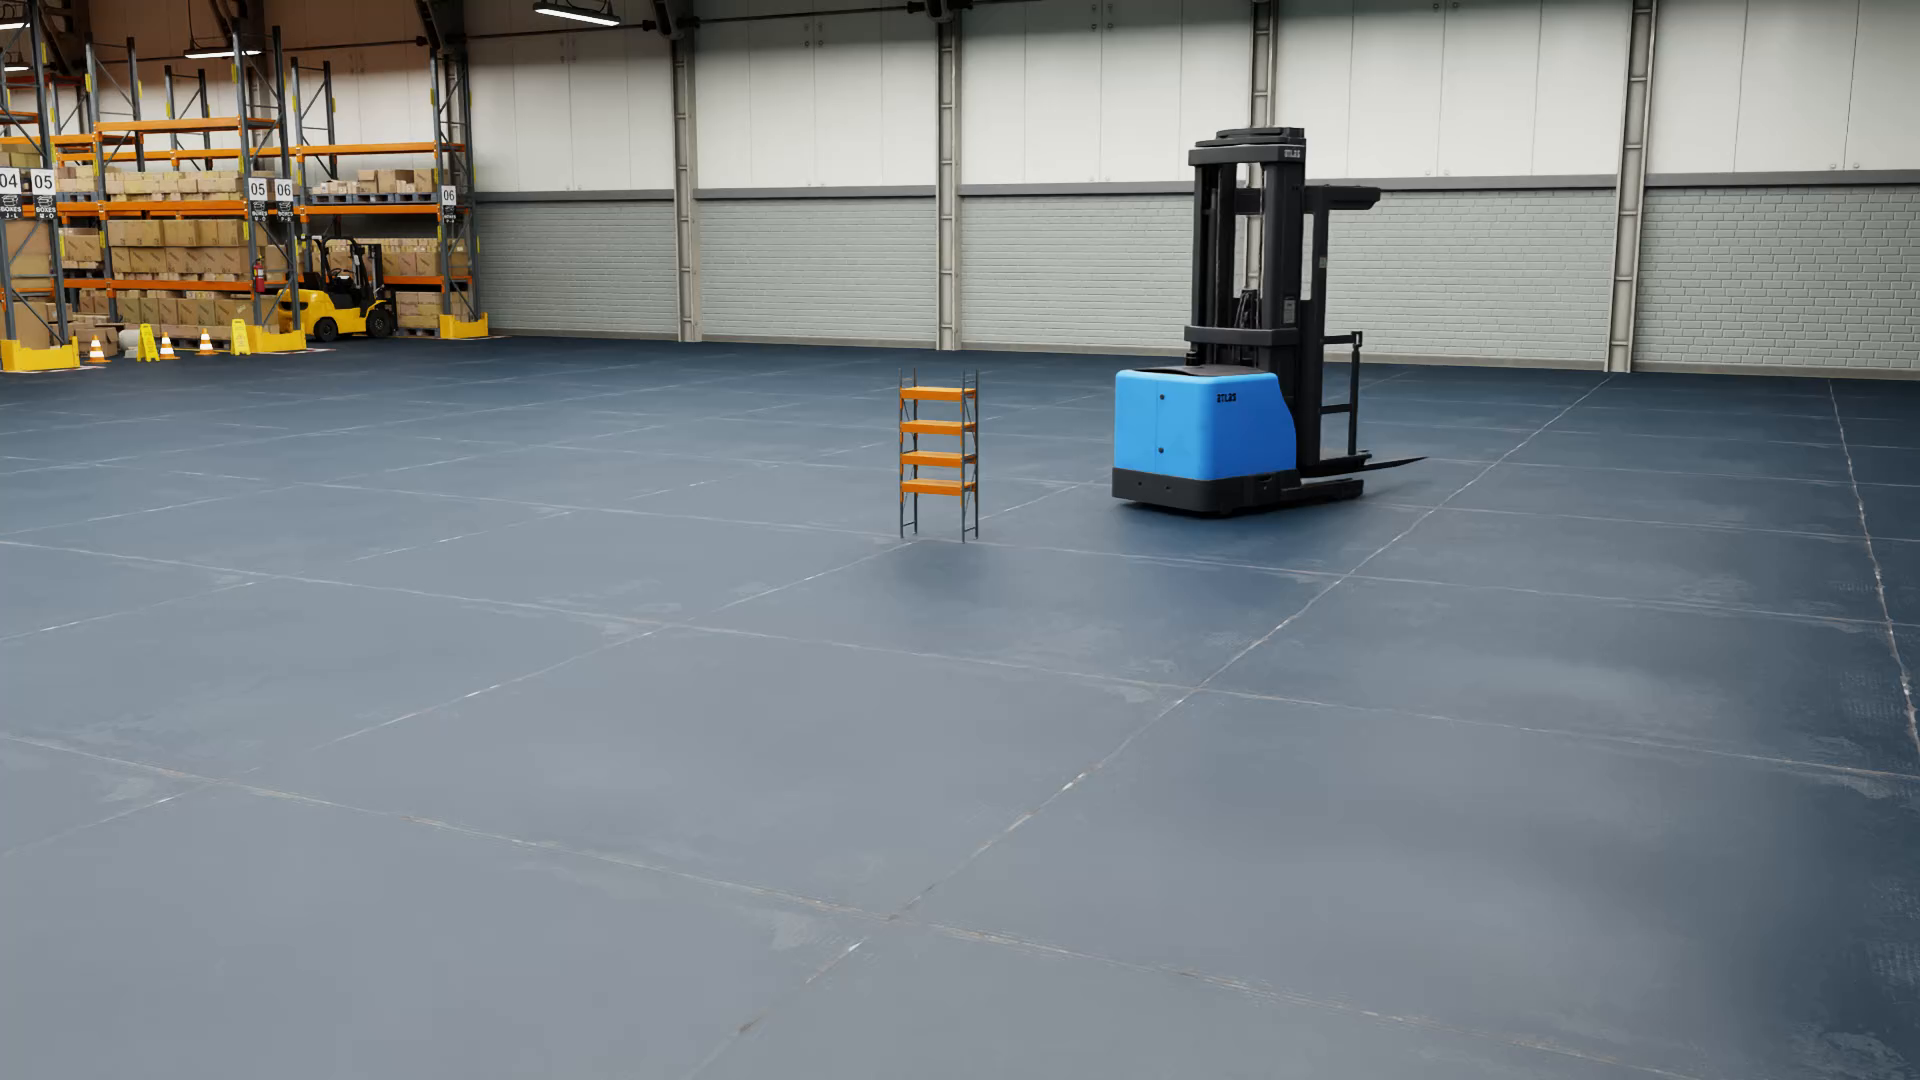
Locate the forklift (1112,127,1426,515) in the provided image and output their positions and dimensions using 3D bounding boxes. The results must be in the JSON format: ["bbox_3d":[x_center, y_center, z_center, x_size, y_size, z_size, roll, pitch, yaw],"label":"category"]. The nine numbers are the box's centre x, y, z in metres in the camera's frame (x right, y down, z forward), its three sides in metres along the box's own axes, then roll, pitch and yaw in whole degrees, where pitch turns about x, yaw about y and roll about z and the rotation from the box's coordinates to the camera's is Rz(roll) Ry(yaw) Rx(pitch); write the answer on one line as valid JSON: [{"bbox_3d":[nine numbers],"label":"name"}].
[{"bbox_3d":[2.671,-1.819,13.548,3.031,2.935,1.130,-8,13,-38],"label":"forklift"}]

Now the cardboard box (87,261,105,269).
[{"bbox_3d":[-17.110,-5.473,33.074,0.250,0.149,0.380,5,11,27],"label":"cardboard box"}]

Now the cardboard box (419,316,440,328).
[{"bbox_3d":[-11.308,-4.712,35.882,0.500,0.250,0.500,5,11,26],"label":"cardboard box"}]

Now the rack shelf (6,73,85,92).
[{"bbox_3d":[-23.302,-11.208,41.078,4.000,0.370,1.077,5,11,26],"label":"rack shelf"}]

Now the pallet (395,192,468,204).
[{"bbox_3d":[-11.369,-7.364,35.820,1.213,0.211,1.003,5,11,26],"label":"pallet"}]

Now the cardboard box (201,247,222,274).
[{"bbox_3d":[-13.995,-5.313,31.547,0.500,0.500,0.500,5,11,26],"label":"cardboard box"}]

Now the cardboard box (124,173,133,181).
[{"bbox_3d":[-15.910,-7.023,32.157,0.250,0.149,0.380,5,11,24],"label":"cardboard box"}]

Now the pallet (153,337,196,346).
[{"bbox_3d":[-15.909,-3.974,33.096,1.213,0.211,1.003,5,11,26],"label":"pallet"}]

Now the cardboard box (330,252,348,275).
[{"bbox_3d":[-13.577,-6.121,36.846,0.500,0.500,0.500,5,12,27],"label":"cardboard box"}]

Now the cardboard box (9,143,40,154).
[{"bbox_3d":[-15.198,-6.358,27.019,0.250,0.149,0.380,5,11,26],"label":"cardboard box"}]

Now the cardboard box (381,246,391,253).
[{"bbox_3d":[-12.343,-6.319,36.123,0.250,0.149,0.380,5,11,26],"label":"cardboard box"}]

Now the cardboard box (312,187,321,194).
[{"bbox_3d":[-14.066,-7.711,36.736,0.250,0.149,0.380,5,12,27],"label":"cardboard box"}]

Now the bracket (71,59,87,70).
[{"bbox_3d":[-21.519,-11.650,40.723,0.430,0.232,0.235,5,11,26],"label":"bracket"}]

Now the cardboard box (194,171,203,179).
[{"bbox_3d":[-14.246,-6.895,31.448,0.250,0.149,0.380,5,11,26],"label":"cardboard box"}]

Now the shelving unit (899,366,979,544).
[{"bbox_3d":[-0.148,-0.603,11.695,0.503,1.200,0.258,5,11,26],"label":"shelving unit"}]

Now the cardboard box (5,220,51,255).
[{"bbox_3d":[-15.355,-4.920,27.041,0.550,0.550,0.875,5,11,26],"label":"cardboard box"}]

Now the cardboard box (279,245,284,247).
[{"bbox_3d":[-15.174,-6.592,37.626,0.250,0.149,0.380,5,11,26],"label":"cardboard box"}]

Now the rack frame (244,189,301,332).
[{"bbox_3d":[-12.940,-5.078,31.367,0.127,3.000,1.000,5,11,26],"label":"rack frame"}]

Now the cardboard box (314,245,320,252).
[{"bbox_3d":[-14.164,-6.488,37.053,0.250,0.149,0.380,5,11,25],"label":"cardboard box"}]

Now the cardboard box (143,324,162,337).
[{"bbox_3d":[-15.633,-4.117,32.598,0.500,0.250,0.500,6,12,29],"label":"cardboard box"}]

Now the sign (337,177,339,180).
[{"bbox_3d":[-14.090,-8.045,37.661,0.005,0.325,0.100,5,11,26],"label":"sign"}]

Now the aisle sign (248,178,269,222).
[{"bbox_3d":[-13.012,-6.306,30.852,0.004,0.787,0.394,5,11,26],"label":"aisle sign"}]

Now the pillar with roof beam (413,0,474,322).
[{"bbox_3d":[-12.877,-8.335,32.514,0.548,9.000,9.100,5,11,26],"label":"pillar with roof beam"}]

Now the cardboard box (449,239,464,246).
[{"bbox_3d":[-10.953,-6.447,35.990,0.250,0.149,0.380,5,11,25],"label":"cardboard box"}]

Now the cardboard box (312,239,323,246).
[{"bbox_3d":[-14.179,-6.629,36.997,0.250,0.149,0.380,5,12,27],"label":"cardboard box"}]

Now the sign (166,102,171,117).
[{"bbox_3d":[-18.152,-9.865,38.124,0.005,0.325,0.100,5,11,26],"label":"sign"}]

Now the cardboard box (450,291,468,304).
[{"bbox_3d":[-11.094,-5.285,36.243,0.500,0.250,0.500,5,11,25],"label":"cardboard box"}]

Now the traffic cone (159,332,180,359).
[{"bbox_3d":[-14.082,-3.454,29.514,0.334,0.463,0.336,5,11,26],"label":"traffic cone"}]

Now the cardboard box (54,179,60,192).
[{"bbox_3d":[-18.023,-7.106,33.392,0.500,0.250,0.500,5,11,27],"label":"cardboard box"}]

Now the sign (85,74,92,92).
[{"bbox_3d":[-16.767,-8.794,31.985,0.005,0.325,0.100,5,11,26],"label":"sign"}]

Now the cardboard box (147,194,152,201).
[{"bbox_3d":[-15.433,-6.602,32.068,0.250,0.149,0.380,5,11,24],"label":"cardboard box"}]

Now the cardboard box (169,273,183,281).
[{"bbox_3d":[-15.005,-5.076,32.060,0.250,0.149,0.380,5,11,26],"label":"cardboard box"}]

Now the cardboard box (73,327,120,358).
[{"bbox_3d":[-15.635,-3.584,30.120,0.637,0.503,0.797,-2,11,-14],"label":"cardboard box"}]

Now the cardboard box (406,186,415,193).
[{"bbox_3d":[-11.624,-7.496,35.550,0.250,0.149,0.380,5,11,24],"label":"cardboard box"}]

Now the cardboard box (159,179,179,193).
[{"bbox_3d":[-14.890,-6.744,31.731,0.500,0.250,0.500,5,11,26],"label":"cardboard box"}]

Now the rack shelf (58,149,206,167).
[{"bbox_3d":[-19.715,-9.061,39.668,4.000,0.370,1.077,5,11,26],"label":"rack shelf"}]

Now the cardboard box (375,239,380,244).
[{"bbox_3d":[-12.539,-6.501,36.288,0.250,0.149,0.380,5,11,27],"label":"cardboard box"}]

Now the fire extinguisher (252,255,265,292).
[{"bbox_3d":[-13.041,-4.958,30.917,0.183,0.674,0.296,5,11,26],"label":"fire extinguisher"}]

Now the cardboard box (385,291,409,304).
[{"bbox_3d":[-12.215,-5.281,36.220,0.500,0.250,0.500,5,11,27],"label":"cardboard box"}]

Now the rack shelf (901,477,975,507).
[{"bbox_3d":[-0.148,-0.342,11.743,0.480,0.148,0.258,5,11,26],"label":"rack shelf"}]

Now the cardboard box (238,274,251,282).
[{"bbox_3d":[-13.370,-4.950,31.363,0.250,0.149,0.380,5,12,28],"label":"cardboard box"}]

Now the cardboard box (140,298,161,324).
[{"bbox_3d":[-15.632,-4.486,32.531,0.500,0.500,0.500,6,12,28],"label":"cardboard box"}]

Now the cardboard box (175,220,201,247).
[{"bbox_3d":[-14.448,-5.836,31.630,0.500,0.500,0.700,5,11,25],"label":"cardboard box"}]

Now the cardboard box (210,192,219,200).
[{"bbox_3d":[-13.844,-6.455,31.256,0.250,0.149,0.380,5,12,28],"label":"cardboard box"}]

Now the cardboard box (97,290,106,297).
[{"bbox_3d":[-20.786,-6.014,40.556,0.250,0.149,0.380,4,11,23],"label":"cardboard box"}]

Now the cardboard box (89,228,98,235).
[{"bbox_3d":[-17.812,-6.278,33.877,0.250,0.149,0.380,6,12,29],"label":"cardboard box"}]

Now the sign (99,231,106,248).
[{"bbox_3d":[-16.769,-5.874,32.514,0.005,0.325,0.100,5,11,26],"label":"sign"}]

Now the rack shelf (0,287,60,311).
[{"bbox_3d":[-16.833,-4.083,27.890,4.000,0.370,1.077,5,11,26],"label":"rack shelf"}]

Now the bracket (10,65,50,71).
[{"bbox_3d":[-24.573,-11.918,42.206,4.783,0.066,0.076,5,11,26],"label":"bracket"}]

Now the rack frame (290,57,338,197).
[{"bbox_3d":[-14.334,-9.139,36.956,0.127,3.000,1.000,5,11,26],"label":"rack frame"}]

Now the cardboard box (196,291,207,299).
[{"bbox_3d":[-14.356,-4.680,31.781,0.250,0.149,0.380,5,12,27],"label":"cardboard box"}]
